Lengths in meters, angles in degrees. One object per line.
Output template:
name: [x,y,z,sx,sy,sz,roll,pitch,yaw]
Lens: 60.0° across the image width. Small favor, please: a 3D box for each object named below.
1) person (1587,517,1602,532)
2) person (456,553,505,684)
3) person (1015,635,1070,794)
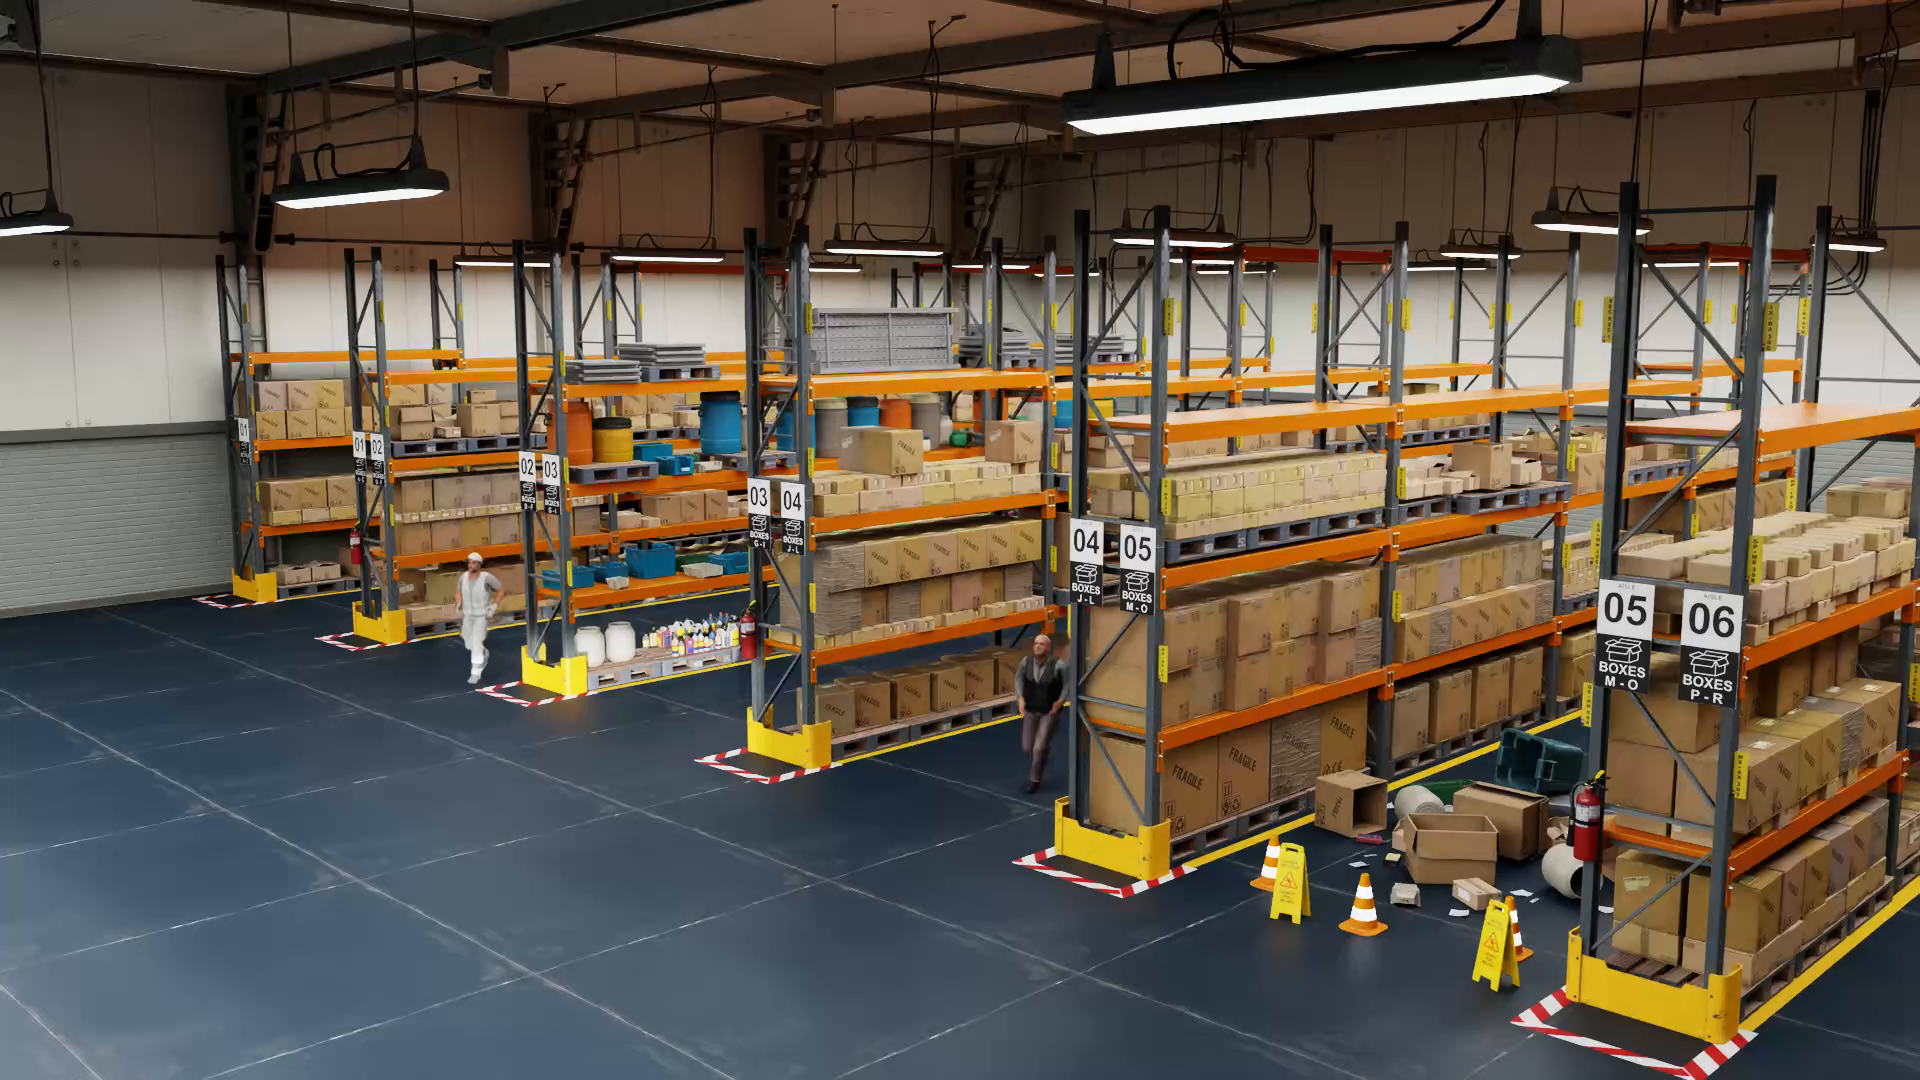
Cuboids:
person: [10.185,0.536,26.654,0.693,1.830,0.732,-6,10,-38]
person: [-6.646,1.046,22.997,0.684,1.776,0.765,2,8,11]
person: [0.900,1.832,17.819,0.681,1.693,0.676,3,9,21]
